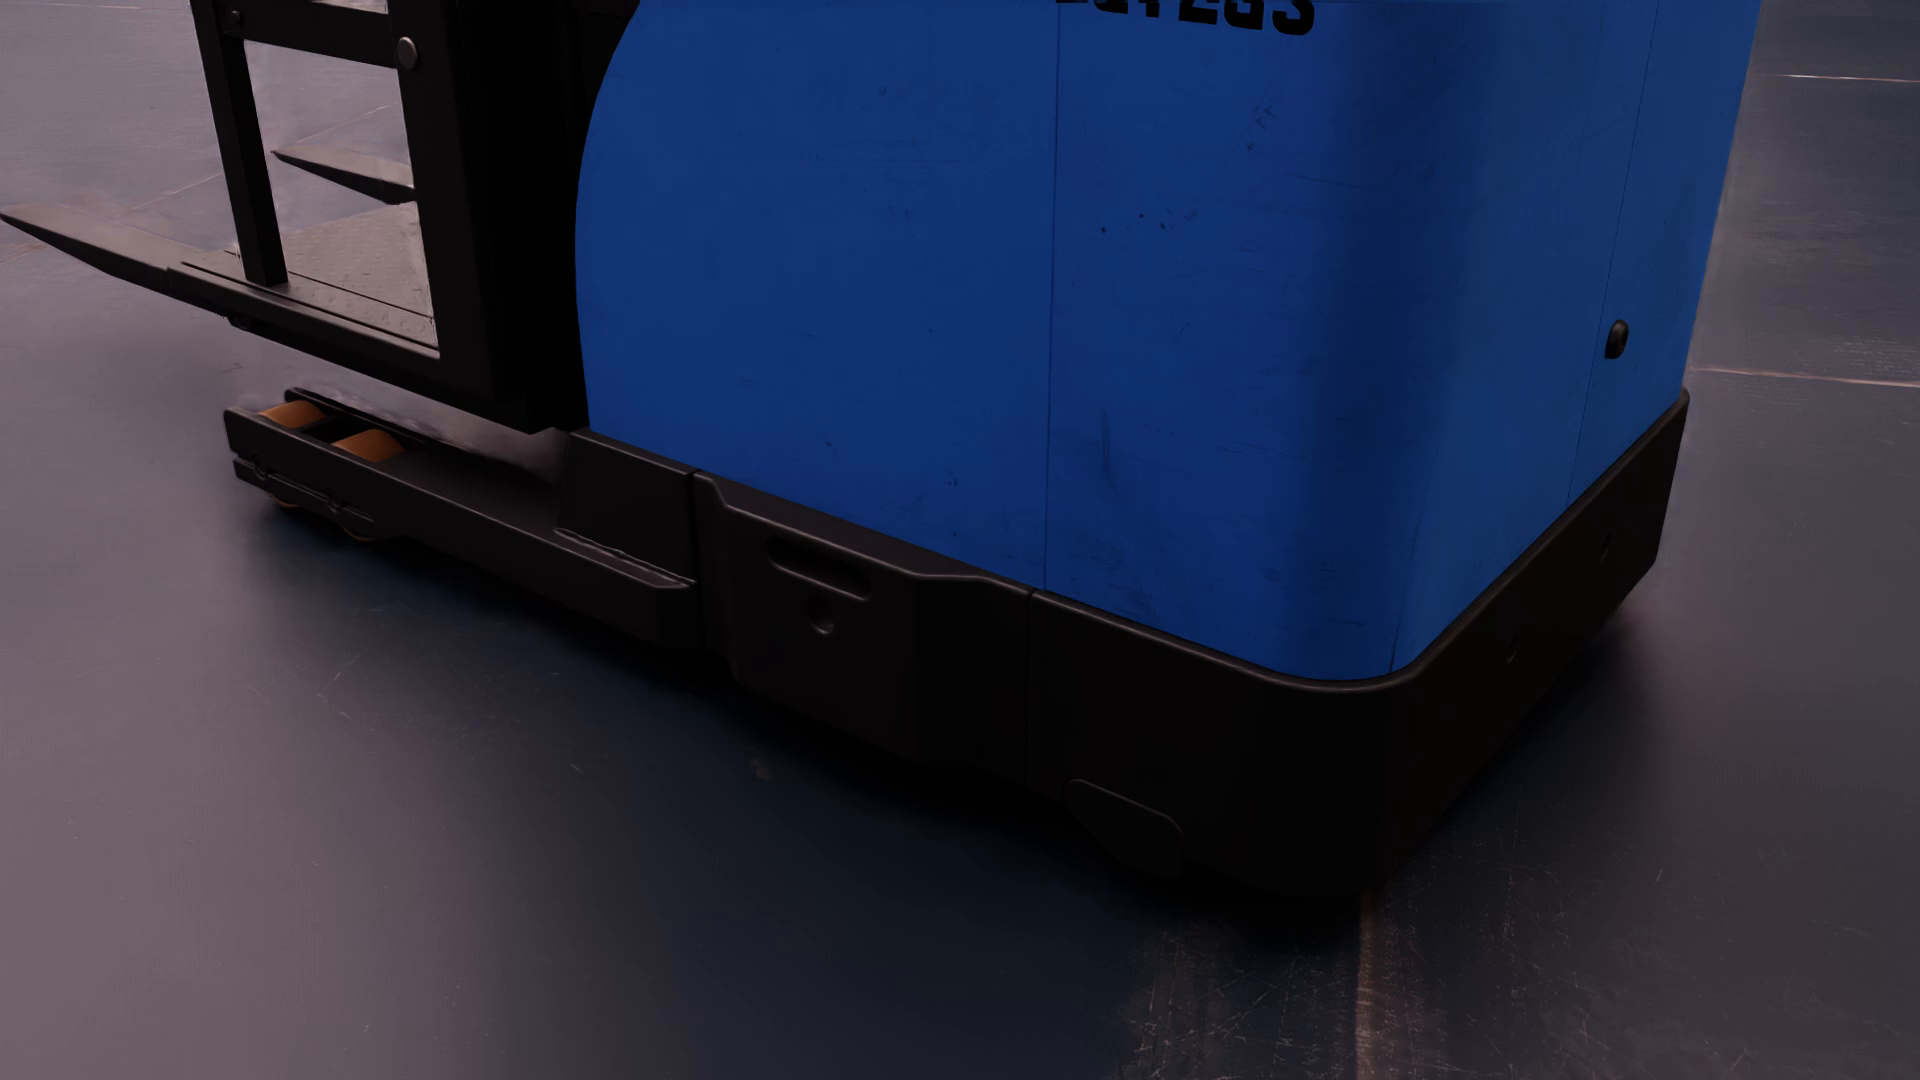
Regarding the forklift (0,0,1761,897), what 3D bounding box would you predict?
[{"bbox_3d":[-0.512,-1.474,2.167,3.031,2.935,1.130,19,32,33],"label":"forklift"}]
